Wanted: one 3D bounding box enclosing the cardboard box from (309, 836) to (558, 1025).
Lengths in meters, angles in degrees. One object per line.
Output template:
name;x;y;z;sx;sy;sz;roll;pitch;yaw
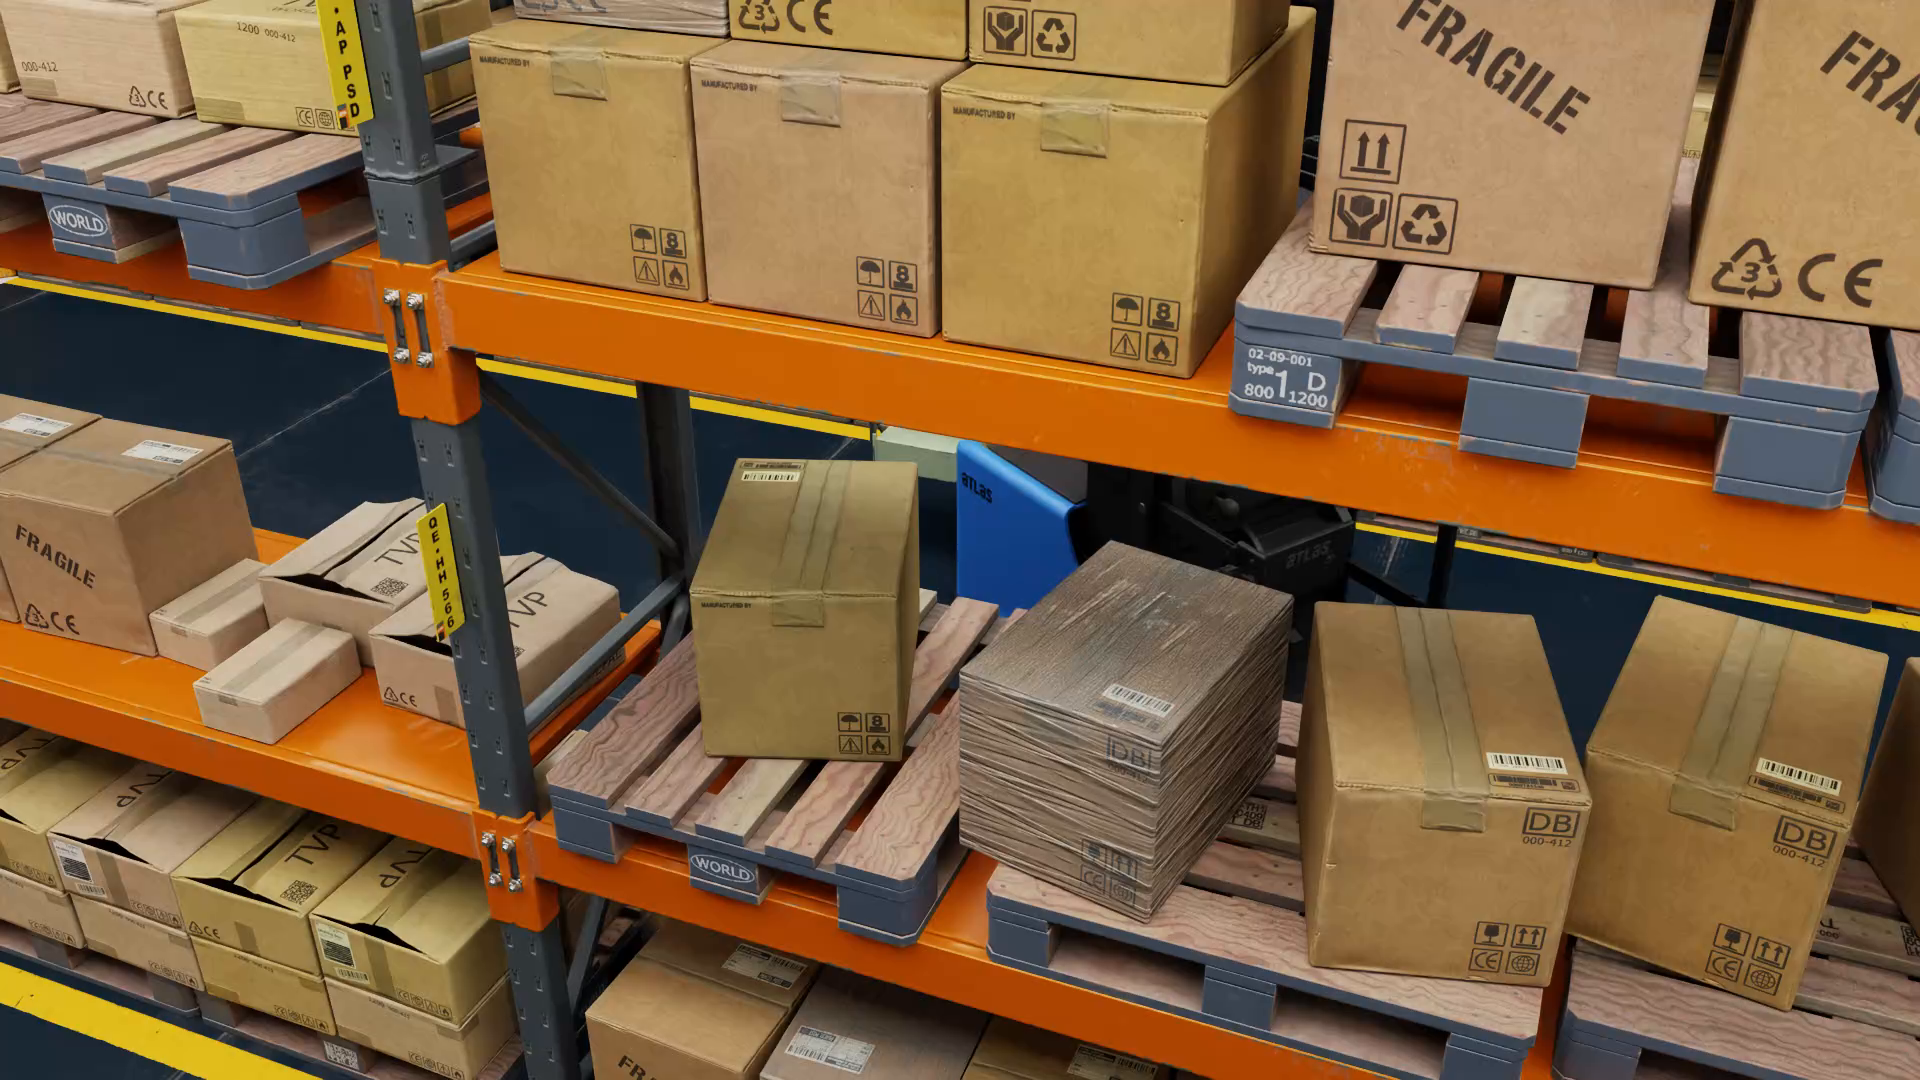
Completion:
cardboard box;-1.585;1.114;5.028;0.500;0.311;0.500;12;32;20

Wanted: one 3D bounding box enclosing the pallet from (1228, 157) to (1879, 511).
pallet;1.160;-0.498;3.226;1.003;0.211;1.213;11;31;19

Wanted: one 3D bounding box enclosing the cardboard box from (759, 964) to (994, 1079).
cardboard box;-0.205;1.534;4.581;0.500;0.500;0.500;10;31;17

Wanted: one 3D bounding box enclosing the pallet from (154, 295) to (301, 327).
pallet;-4.624;-1.790;11.202;1.213;0.211;1.003;11;31;19

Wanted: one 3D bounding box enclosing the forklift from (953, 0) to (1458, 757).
forklift;1.213;-0.307;5.815;1.130;2.935;3.031;-18;34;-29

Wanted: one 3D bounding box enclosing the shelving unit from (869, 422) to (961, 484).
shelving unit;-0.006;-0.654;7.883;0.755;1.500;0.431;11;31;19

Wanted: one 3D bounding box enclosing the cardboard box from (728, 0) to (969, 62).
cardboard box;-0.132;-1.278;3.296;0.500;0.500;0.500;11;31;19

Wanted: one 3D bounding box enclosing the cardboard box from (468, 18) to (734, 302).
cardboard box;-0.590;-0.955;3.742;0.500;0.500;0.910;11;31;19

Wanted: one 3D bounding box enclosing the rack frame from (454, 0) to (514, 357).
rack frame;-2.854;-2.671;9.927;0.127;3.000;1.000;11;31;19

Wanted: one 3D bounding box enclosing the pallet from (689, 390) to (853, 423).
pallet;-0.998;-1.088;9.961;1.213;0.211;1.003;11;31;19

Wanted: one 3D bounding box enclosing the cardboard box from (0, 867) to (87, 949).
cardboard box;-3.007;1.075;5.668;0.500;0.250;0.500;12;32;20

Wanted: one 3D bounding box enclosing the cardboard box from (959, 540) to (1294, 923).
cardboard box;0.395;0.424;3.923;0.500;0.500;0.700;18;34;28

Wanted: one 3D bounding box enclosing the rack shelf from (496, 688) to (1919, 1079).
rack shelf;0.847;1.012;4.142;4.000;0.370;1.077;11;31;19

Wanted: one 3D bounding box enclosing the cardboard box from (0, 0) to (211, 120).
cardboard box;-1.941;-1.242;4.076;0.500;0.250;0.500;12;32;20

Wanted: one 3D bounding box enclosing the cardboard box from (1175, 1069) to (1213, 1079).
cardboard box;0.743;1.723;4.246;0.500;0.500;0.500;10;31;17

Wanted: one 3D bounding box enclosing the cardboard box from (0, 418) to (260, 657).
cardboard box;-2.568;-0.018;5.131;0.500;0.500;0.500;10;31;16

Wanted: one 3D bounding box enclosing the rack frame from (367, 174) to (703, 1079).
rack frame;-1.007;0.329;4.620;0.127;3.000;1.000;11;31;19

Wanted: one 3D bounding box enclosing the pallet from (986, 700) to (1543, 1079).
pallet;0.797;0.770;4.034;1.213;0.211;1.003;11;31;19

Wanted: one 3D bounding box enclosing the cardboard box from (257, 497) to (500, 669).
cardboard box;-1.763;0.114;5.091;0.500;0.311;0.500;11;31;19

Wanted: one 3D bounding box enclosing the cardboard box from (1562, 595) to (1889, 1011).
cardboard box;1.684;0.554;3.692;0.500;0.500;0.700;17;33;27

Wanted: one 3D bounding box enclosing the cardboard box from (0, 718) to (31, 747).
cardboard box;-3.482;0.739;5.692;0.500;0.311;0.500;10;31;17

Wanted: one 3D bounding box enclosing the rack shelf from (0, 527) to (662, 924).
rack shelf;-2.860;0.272;5.452;4.000;0.370;1.077;11;31;19

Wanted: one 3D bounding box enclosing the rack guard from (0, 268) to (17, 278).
rack guard;-6.490;-2.308;11.826;0.348;0.500;1.175;11;31;19

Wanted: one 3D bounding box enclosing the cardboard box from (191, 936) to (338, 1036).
cardboard box;-2.065;1.263;5.335;0.500;0.250;0.500;11;31;19

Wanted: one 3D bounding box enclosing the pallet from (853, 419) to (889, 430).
pallet;0.129;-0.862;9.560;1.213;0.211;1.003;11;31;19

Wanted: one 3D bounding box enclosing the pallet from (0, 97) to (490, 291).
pallet;-1.669;-0.980;4.078;1.003;0.211;1.213;13;32;21

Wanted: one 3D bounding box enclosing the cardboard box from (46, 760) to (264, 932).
cardboard box;-2.535;0.926;5.360;0.500;0.311;0.500;11;31;19

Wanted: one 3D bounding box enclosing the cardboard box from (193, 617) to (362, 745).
cardboard box;-1.944;0.398;4.753;0.250;0.149;0.380;11;31;19

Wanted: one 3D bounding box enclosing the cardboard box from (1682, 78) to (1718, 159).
cardboard box;3.087;-1.862;7.309;0.500;0.250;0.500;12;32;20

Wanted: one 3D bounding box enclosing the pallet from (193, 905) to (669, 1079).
pallet;-1.755;1.373;5.607;1.213;0.211;1.003;11;31;19

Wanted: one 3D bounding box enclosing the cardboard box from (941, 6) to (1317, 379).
cardboard box;0.365;-0.765;3.405;0.500;0.500;0.910;11;31;19

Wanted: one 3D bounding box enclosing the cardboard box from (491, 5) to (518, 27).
cardboard box;-2.395;-2.796;9.600;0.500;0.500;0.700;11;31;19

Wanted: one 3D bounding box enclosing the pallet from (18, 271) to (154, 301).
pallet;-5.751;-2.016;11.603;1.213;0.211;1.003;11;31;19

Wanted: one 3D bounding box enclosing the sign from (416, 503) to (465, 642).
sign;-1.212;0.078;3.886;0.005;0.325;0.100;11;31;19

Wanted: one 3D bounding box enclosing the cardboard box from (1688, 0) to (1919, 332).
cardboard box;1.633;-0.747;2.845;0.600;0.600;0.600;11;31;19

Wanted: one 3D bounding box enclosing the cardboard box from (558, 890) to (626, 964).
cardboard box;-1.381;1.112;5.602;0.500;0.250;0.500;11;31;19

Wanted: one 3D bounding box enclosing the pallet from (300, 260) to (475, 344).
pallet;-3.490;-1.565;10.804;1.213;0.211;1.003;11;31;19

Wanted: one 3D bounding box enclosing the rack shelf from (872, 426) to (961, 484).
rack shelf;-0.006;-0.370;8.044;0.720;0.370;0.431;11;31;19
